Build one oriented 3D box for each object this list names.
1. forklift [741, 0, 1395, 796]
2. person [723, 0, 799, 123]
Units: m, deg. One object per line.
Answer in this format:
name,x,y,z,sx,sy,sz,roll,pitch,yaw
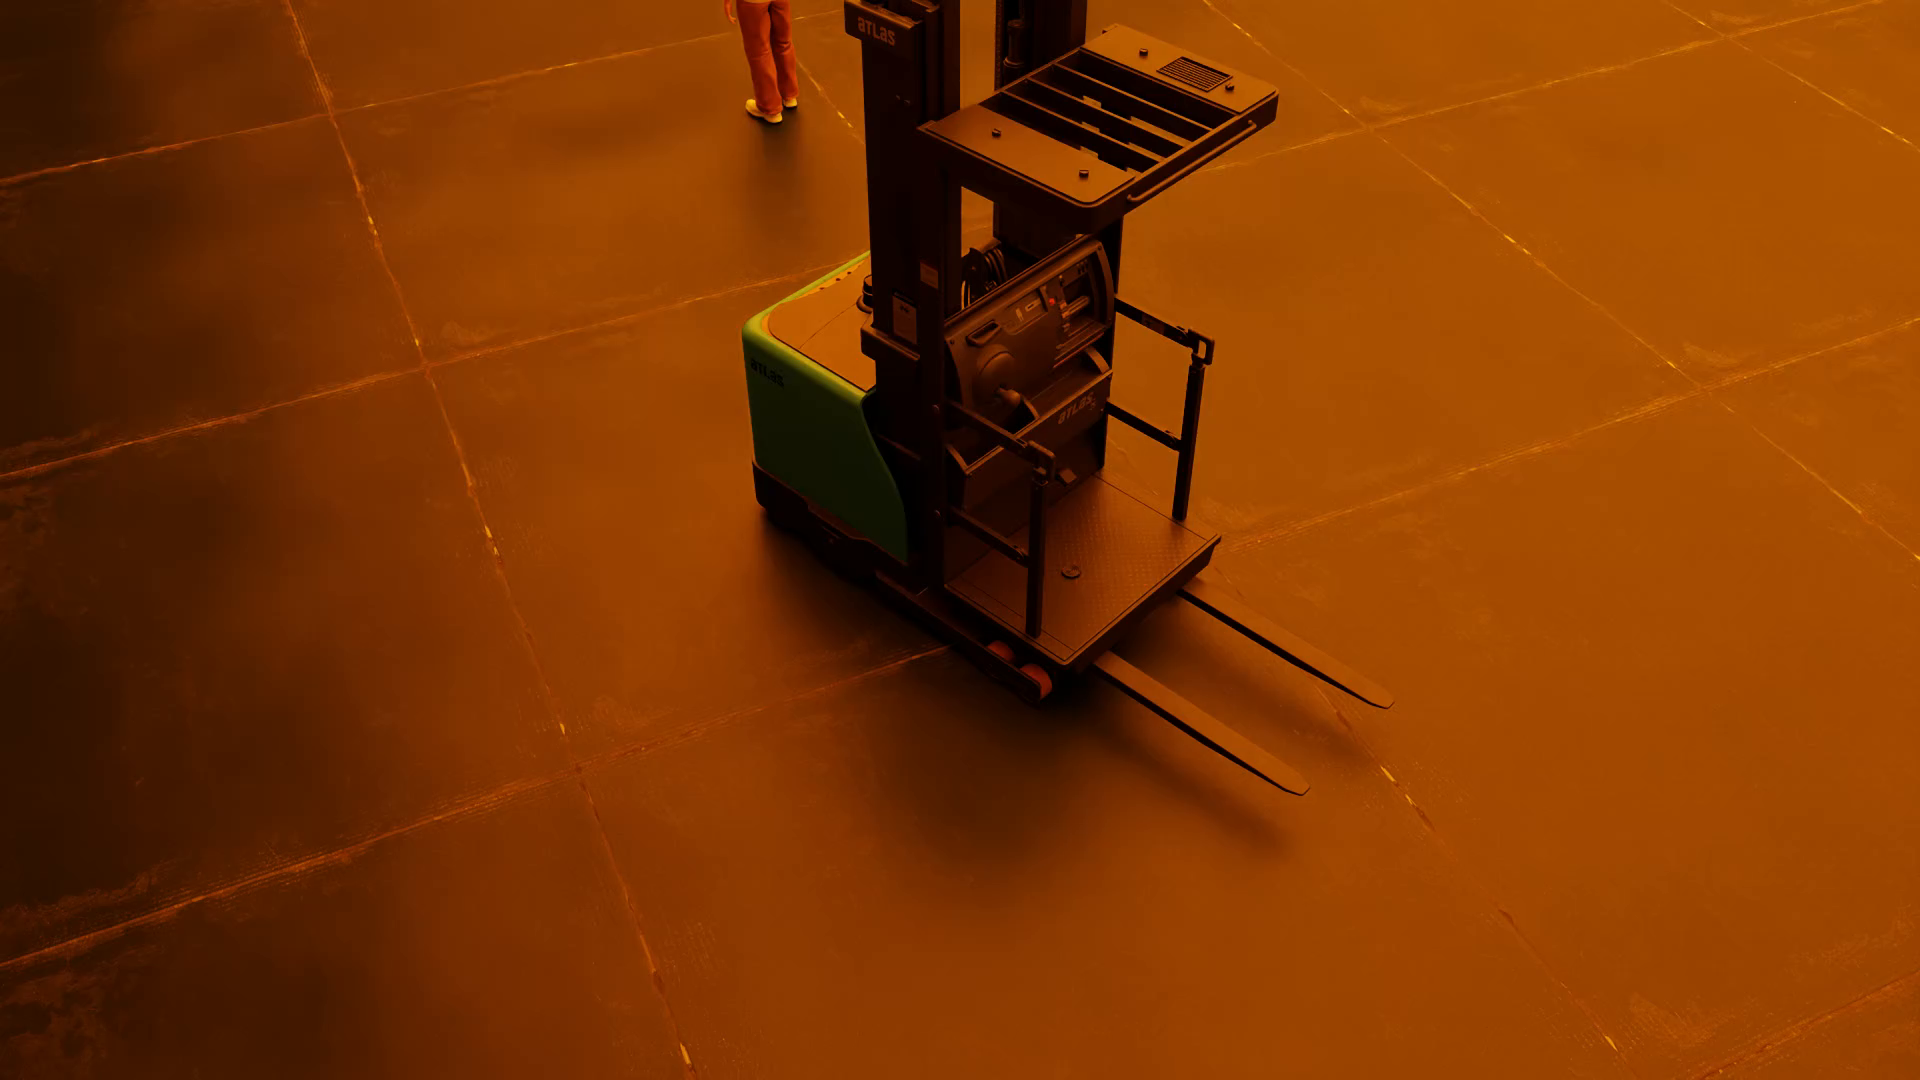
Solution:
forklift,0.445,-0.788,6.525,3.031,2.935,1.130,32,52,30
person,-1.243,-3.363,10.193,0.554,1.673,0.548,-27,50,-26
